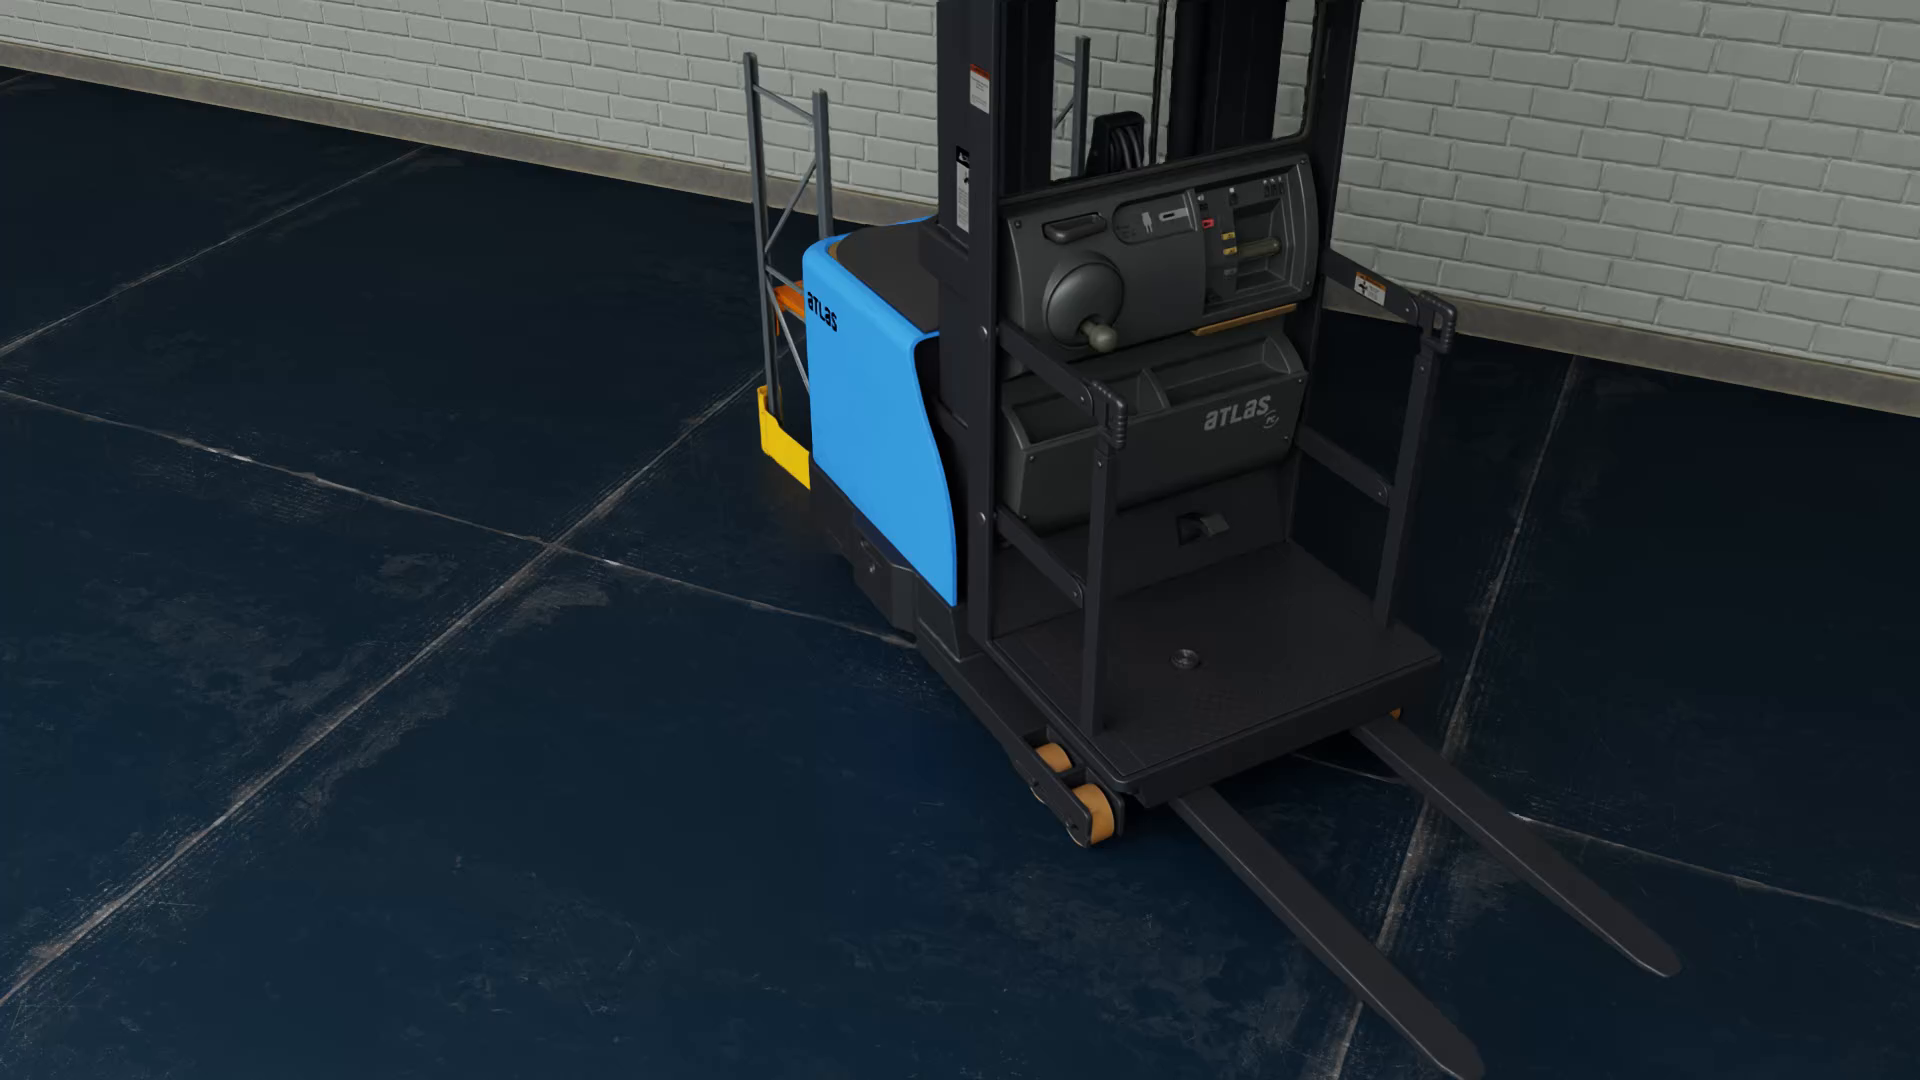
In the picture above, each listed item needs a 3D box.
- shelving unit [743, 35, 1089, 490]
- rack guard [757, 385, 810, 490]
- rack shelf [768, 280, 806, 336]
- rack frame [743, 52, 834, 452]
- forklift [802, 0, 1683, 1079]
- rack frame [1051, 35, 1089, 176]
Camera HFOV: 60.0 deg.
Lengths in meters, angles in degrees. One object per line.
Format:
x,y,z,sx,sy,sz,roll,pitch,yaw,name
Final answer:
-0.146,-1.011,5.925,1.083,1.500,0.587,-20,38,-28,shelving unit
-0.558,-0.336,6.034,0.087,0.250,0.587,-20,38,-28,rack guard
-0.138,-0.864,6.028,1.000,0.185,0.538,-20,38,-28,rack shelf
-0.559,-0.858,5.691,0.032,1.500,0.500,-20,38,-28,rack frame
0.644,-0.687,4.125,1.130,2.935,3.031,-17,37,-24,forklift
0.283,-1.170,6.167,0.032,1.500,0.500,-20,38,-28,rack frame
